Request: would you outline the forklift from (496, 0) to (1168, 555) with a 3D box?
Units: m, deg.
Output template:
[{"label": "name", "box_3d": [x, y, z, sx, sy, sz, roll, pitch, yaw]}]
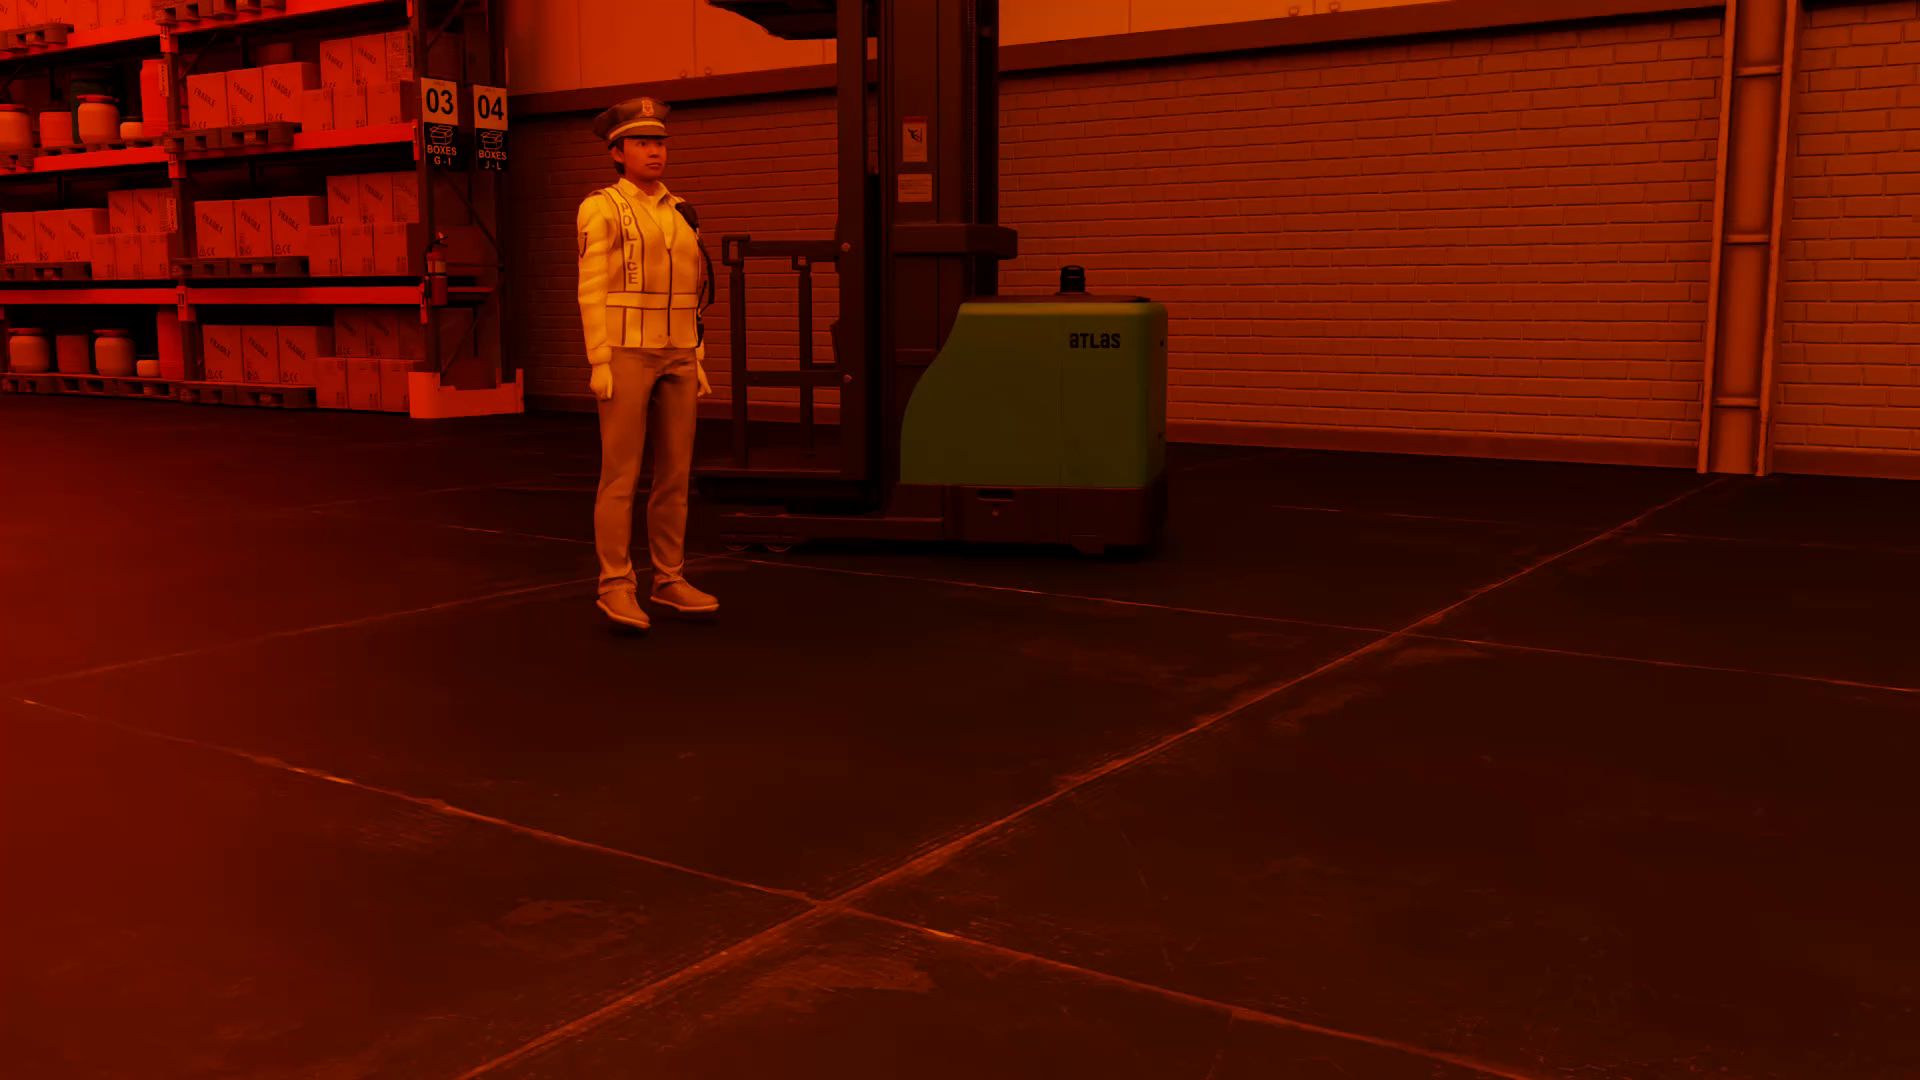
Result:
[{"label": "forklift", "box_3d": [-0.596, -1.469, 7.520, 3.031, 2.935, 1.130, 2, 8, 12]}]

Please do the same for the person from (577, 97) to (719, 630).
[{"label": "person", "box_3d": [-1.033, -0.581, 5.503, 0.360, 1.717, 0.458, 8, 11, 43]}]
